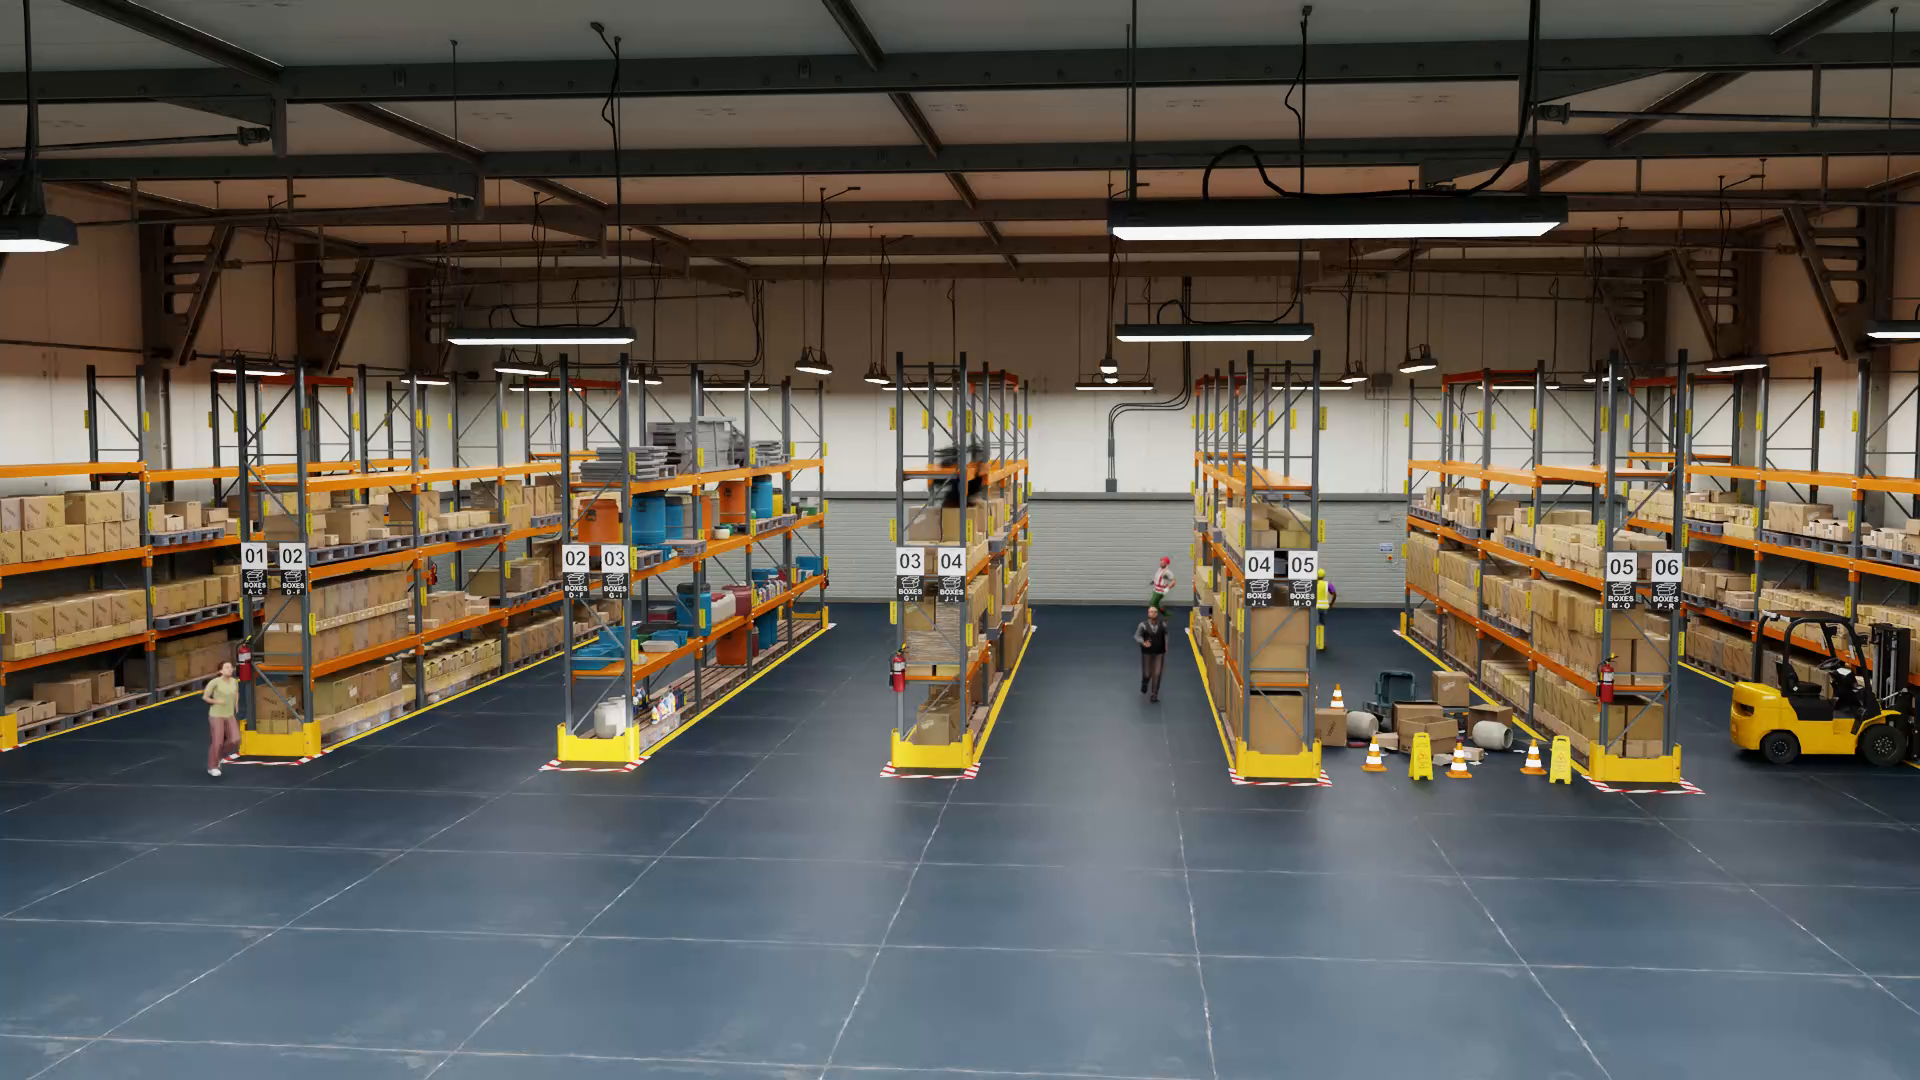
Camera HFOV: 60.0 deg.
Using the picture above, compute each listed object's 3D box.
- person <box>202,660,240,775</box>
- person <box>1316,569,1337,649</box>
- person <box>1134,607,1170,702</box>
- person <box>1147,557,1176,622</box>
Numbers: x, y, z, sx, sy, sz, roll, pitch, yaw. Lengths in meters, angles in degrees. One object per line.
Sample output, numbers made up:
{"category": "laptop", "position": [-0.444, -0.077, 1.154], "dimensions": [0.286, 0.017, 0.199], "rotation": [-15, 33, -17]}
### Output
{"category": "person", "position": [-10.447, 2.515, 23.660], "dimensions": [0.560, 1.623, 0.597], "rotation": [3, 5, 37]}
{"category": "person", "position": [7.847, 1.555, 36.339], "dimensions": [0.704, 1.835, 0.726], "rotation": [0, 4, 1]}
{"category": "person", "position": [3.456, 2.037, 29.839], "dimensions": [0.664, 1.687, 0.720], "rotation": [0, 4, -4]}
{"category": "person", "position": [4.836, 1.265, 40.394], "dimensions": [0.839, 1.723, 0.733], "rotation": [-1, 4, -13]}
